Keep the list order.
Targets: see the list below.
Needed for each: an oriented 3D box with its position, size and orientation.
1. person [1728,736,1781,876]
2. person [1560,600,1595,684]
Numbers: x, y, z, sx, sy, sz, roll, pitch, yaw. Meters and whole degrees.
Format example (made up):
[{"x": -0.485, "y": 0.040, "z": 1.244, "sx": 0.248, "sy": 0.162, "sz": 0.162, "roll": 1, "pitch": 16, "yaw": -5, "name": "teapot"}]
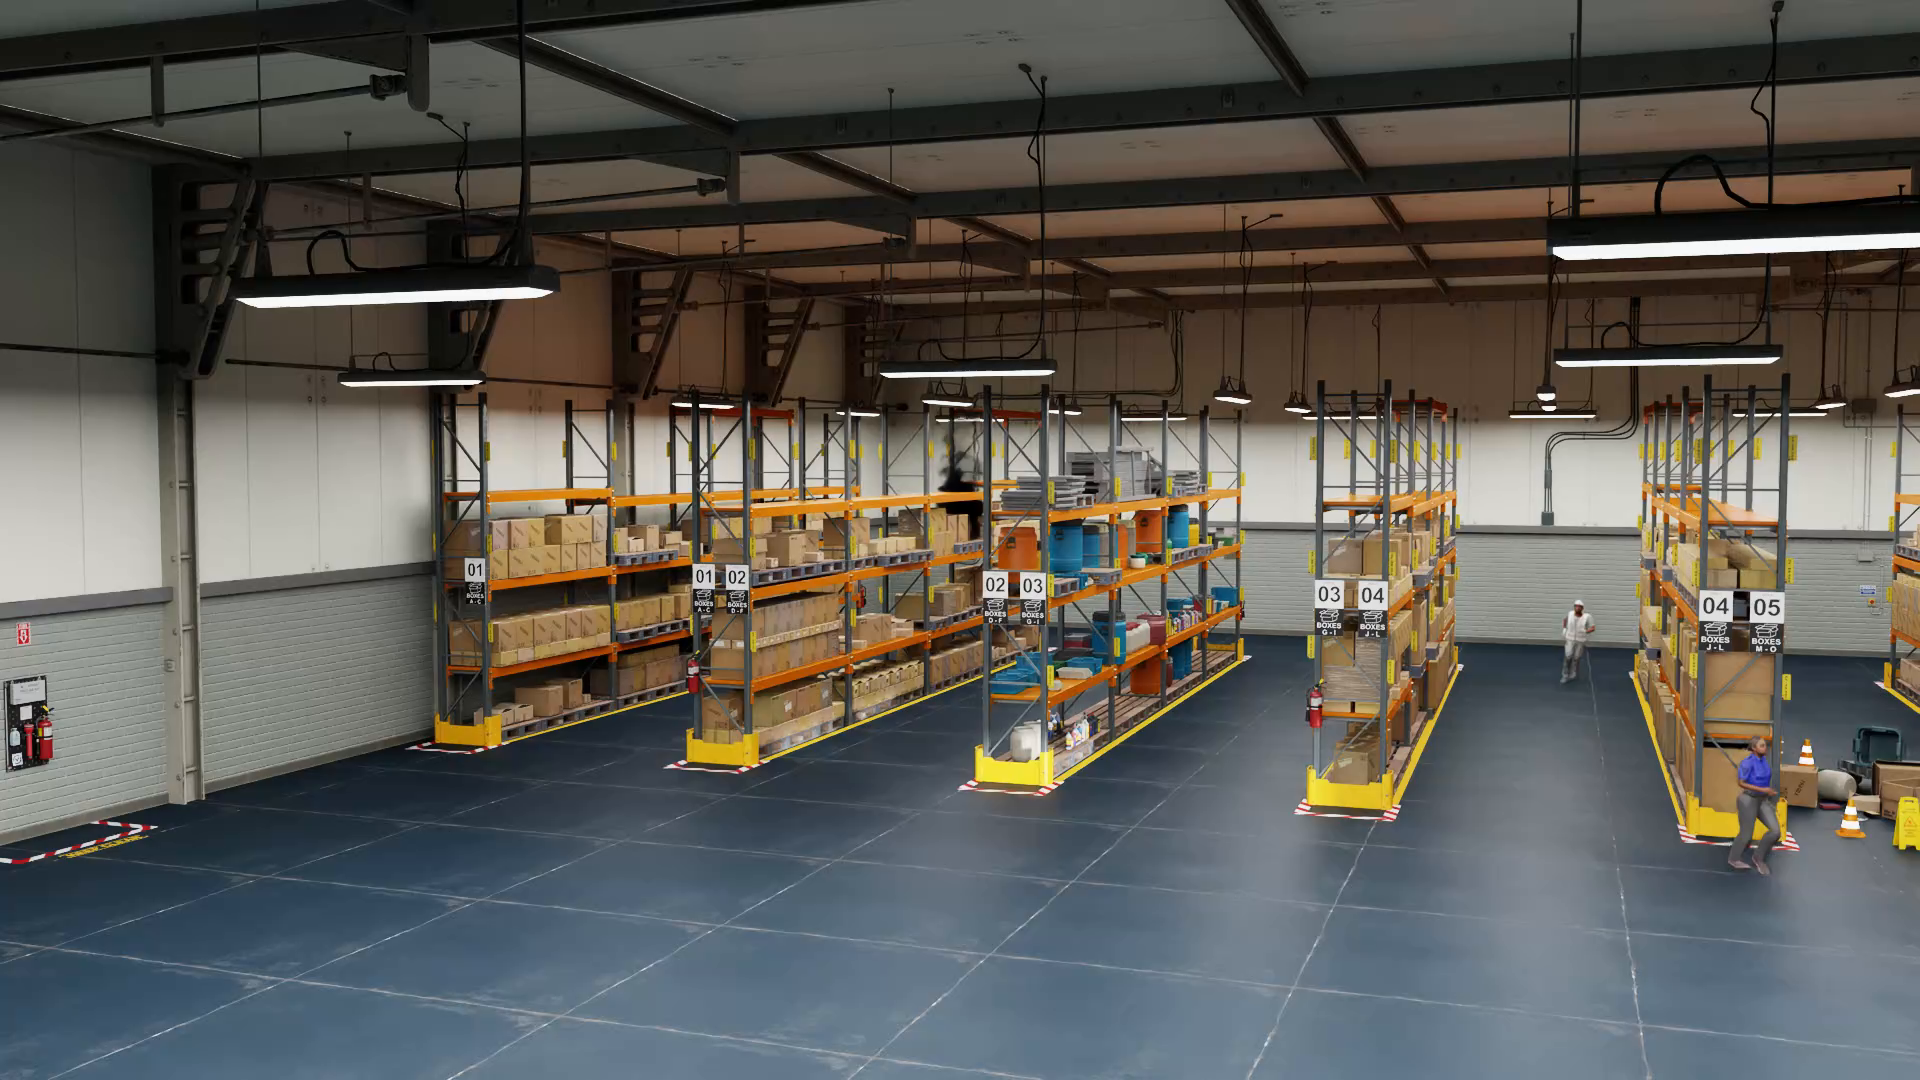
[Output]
[{"x": 9.408, "y": 3.148, "z": 19.650, "sx": 0.573, "sy": 1.682, "sz": 0.695, "roll": -1, "pitch": 3, "yaw": -24, "name": "person"}, {"x": 13.380, "y": 2.204, "z": 35.983, "sx": 0.668, "sy": 1.825, "sz": 0.754, "roll": 1, "pitch": 3, "yaw": 26, "name": "person"}]
